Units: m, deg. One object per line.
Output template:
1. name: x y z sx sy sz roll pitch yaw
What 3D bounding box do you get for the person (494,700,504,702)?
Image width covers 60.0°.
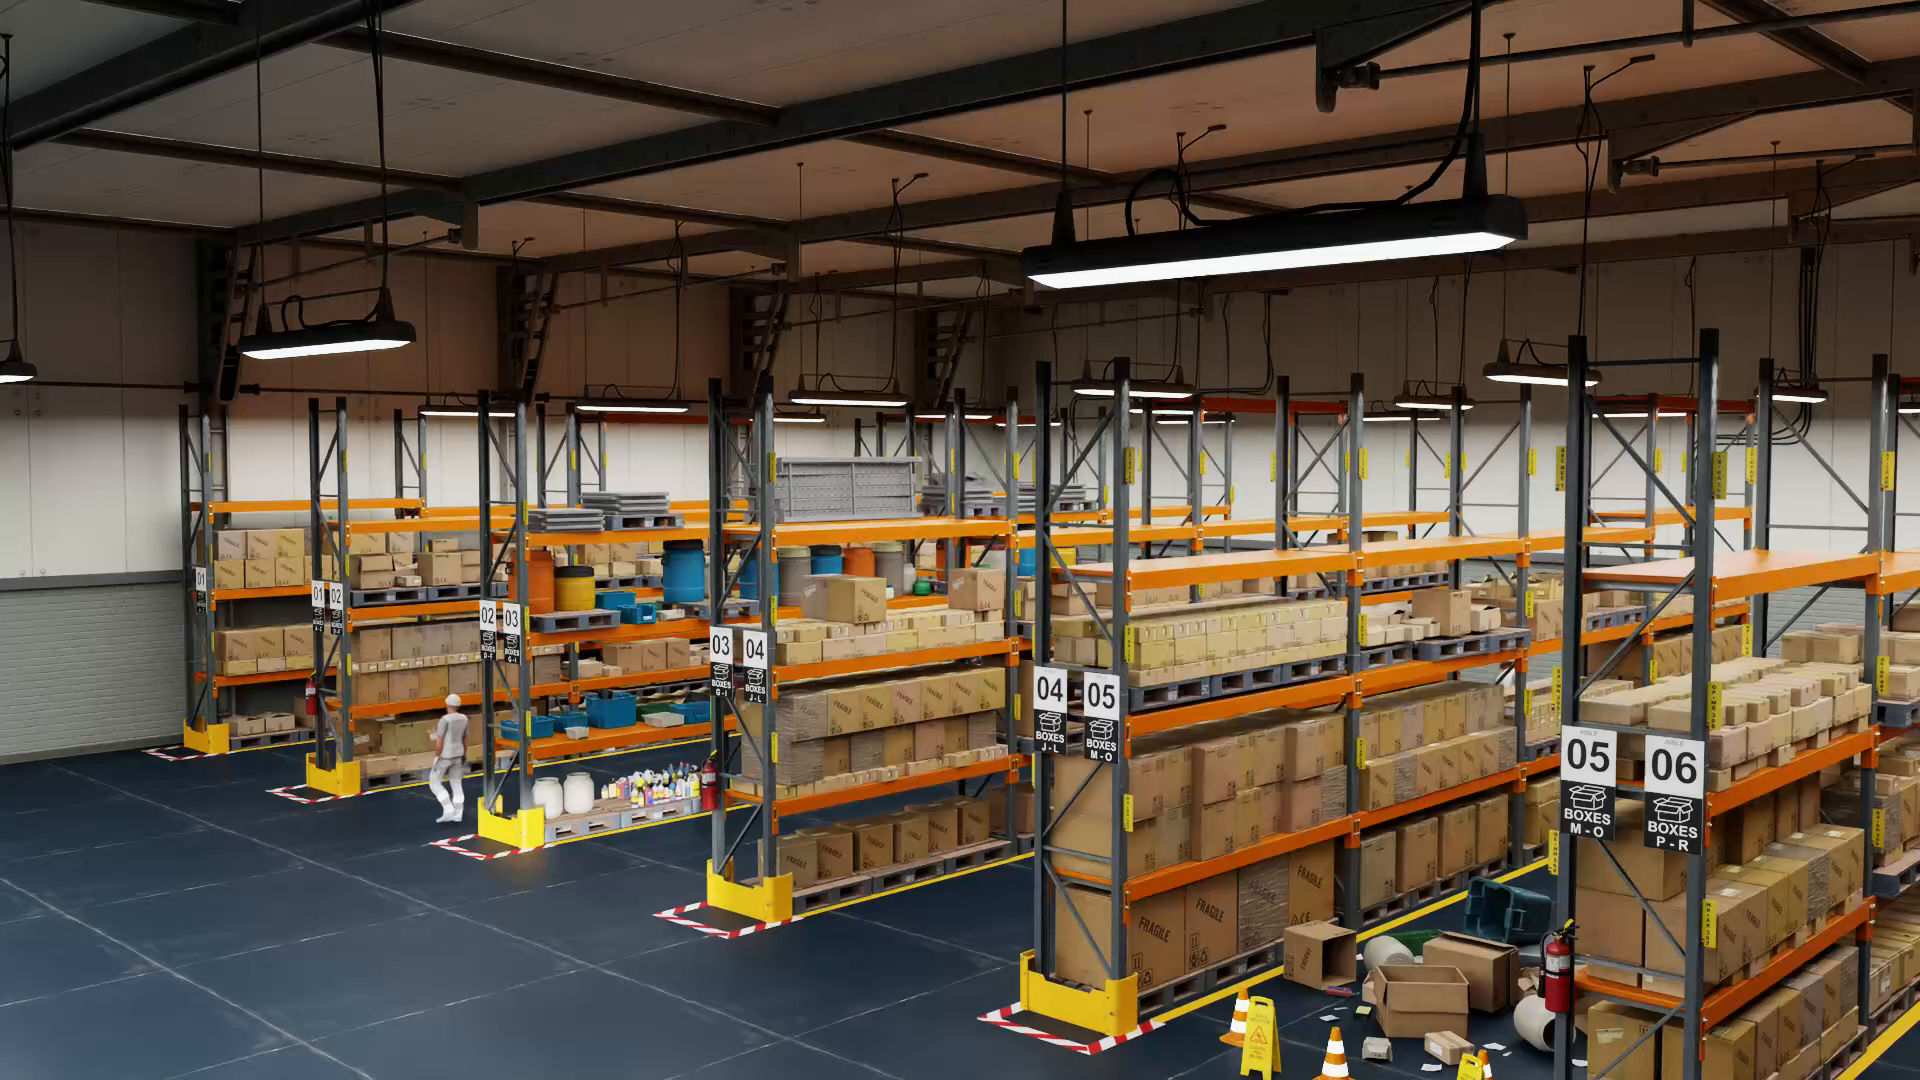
1. person: -8.120 2.714 29.406 0.413 1.803 0.564 3 4 43

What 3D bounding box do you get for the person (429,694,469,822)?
1. person: -7.103 3.039 23.191 0.414 1.794 0.608 2 4 34

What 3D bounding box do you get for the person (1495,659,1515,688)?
1. person: 9.266 2.811 28.294 0.427 1.801 0.581 0 3 5
